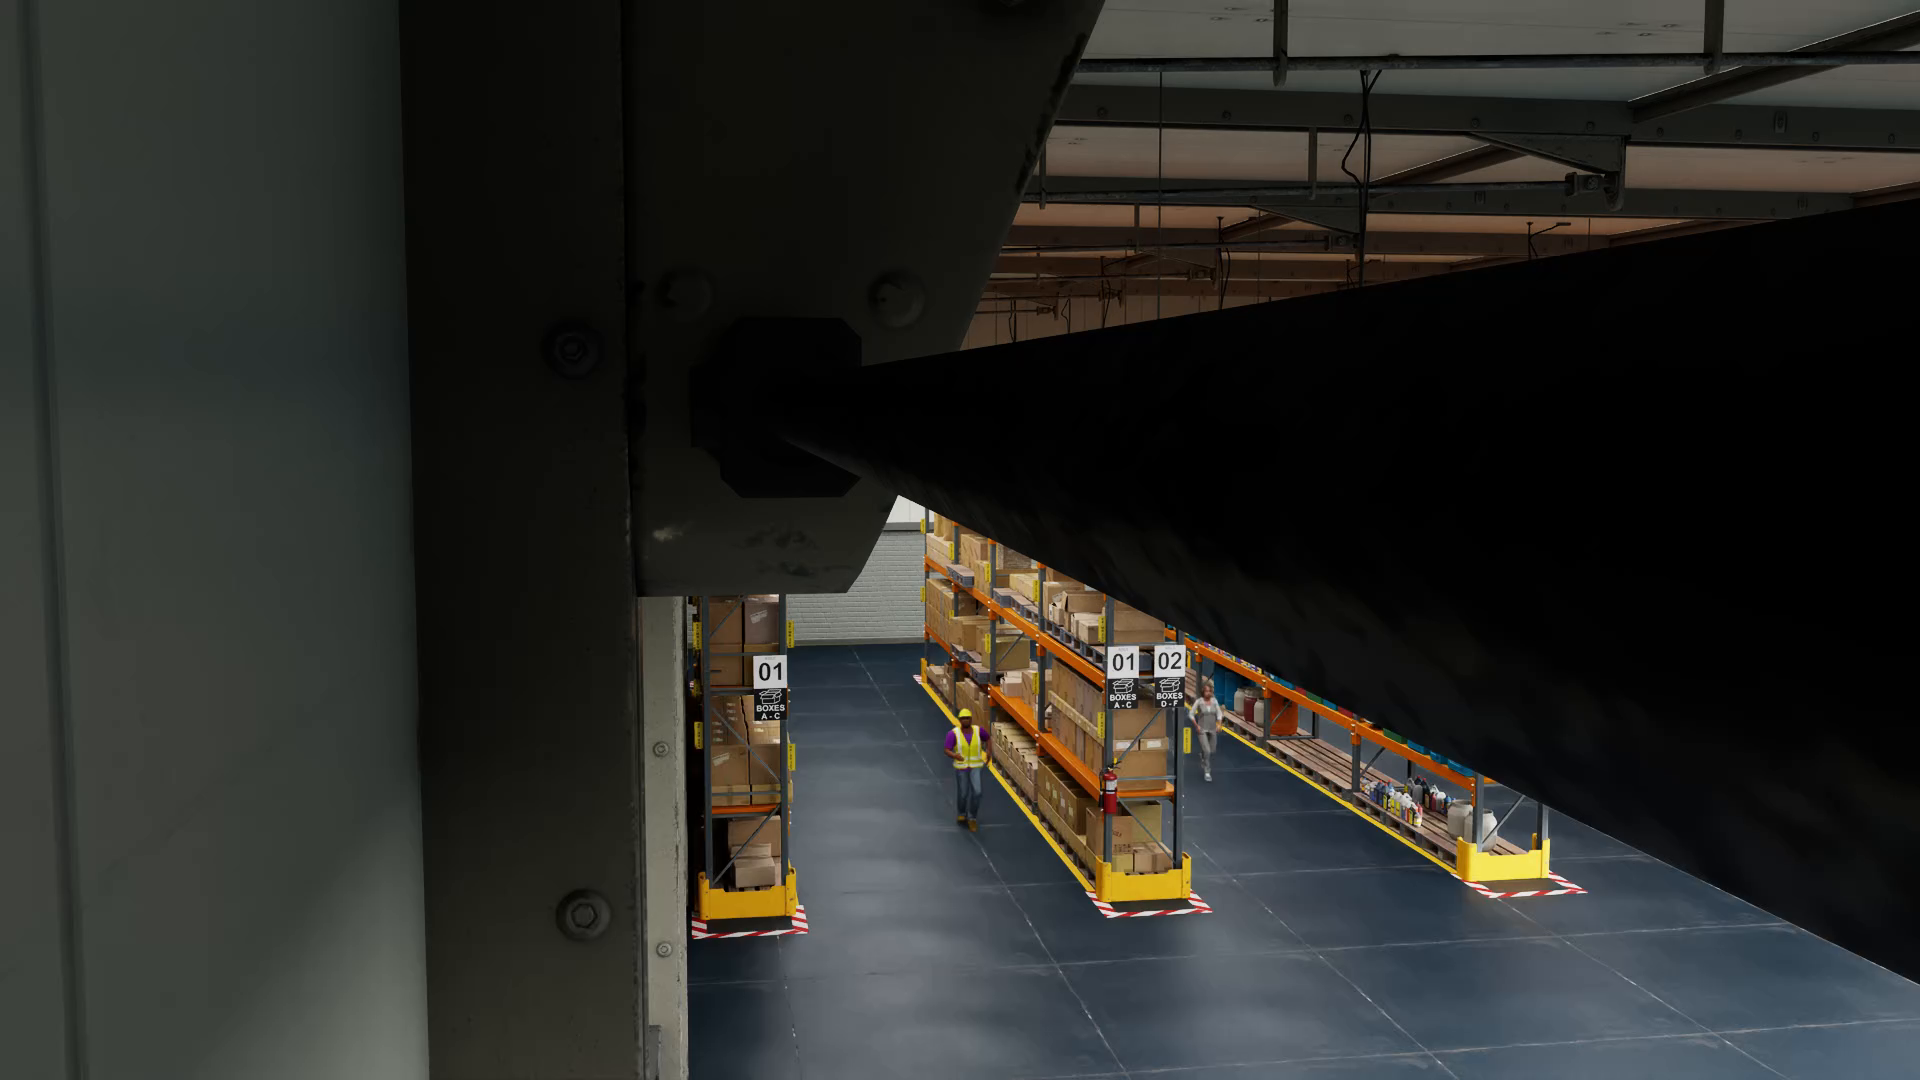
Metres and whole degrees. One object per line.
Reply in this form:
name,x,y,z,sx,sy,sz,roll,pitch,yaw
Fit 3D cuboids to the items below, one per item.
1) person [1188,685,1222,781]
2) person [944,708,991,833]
person,4.044,3.148,27.452,0.562,1.564,0.641,-1,5,-12
person,0.104,3.344,24.219,0.666,1.794,0.740,0,5,-5
